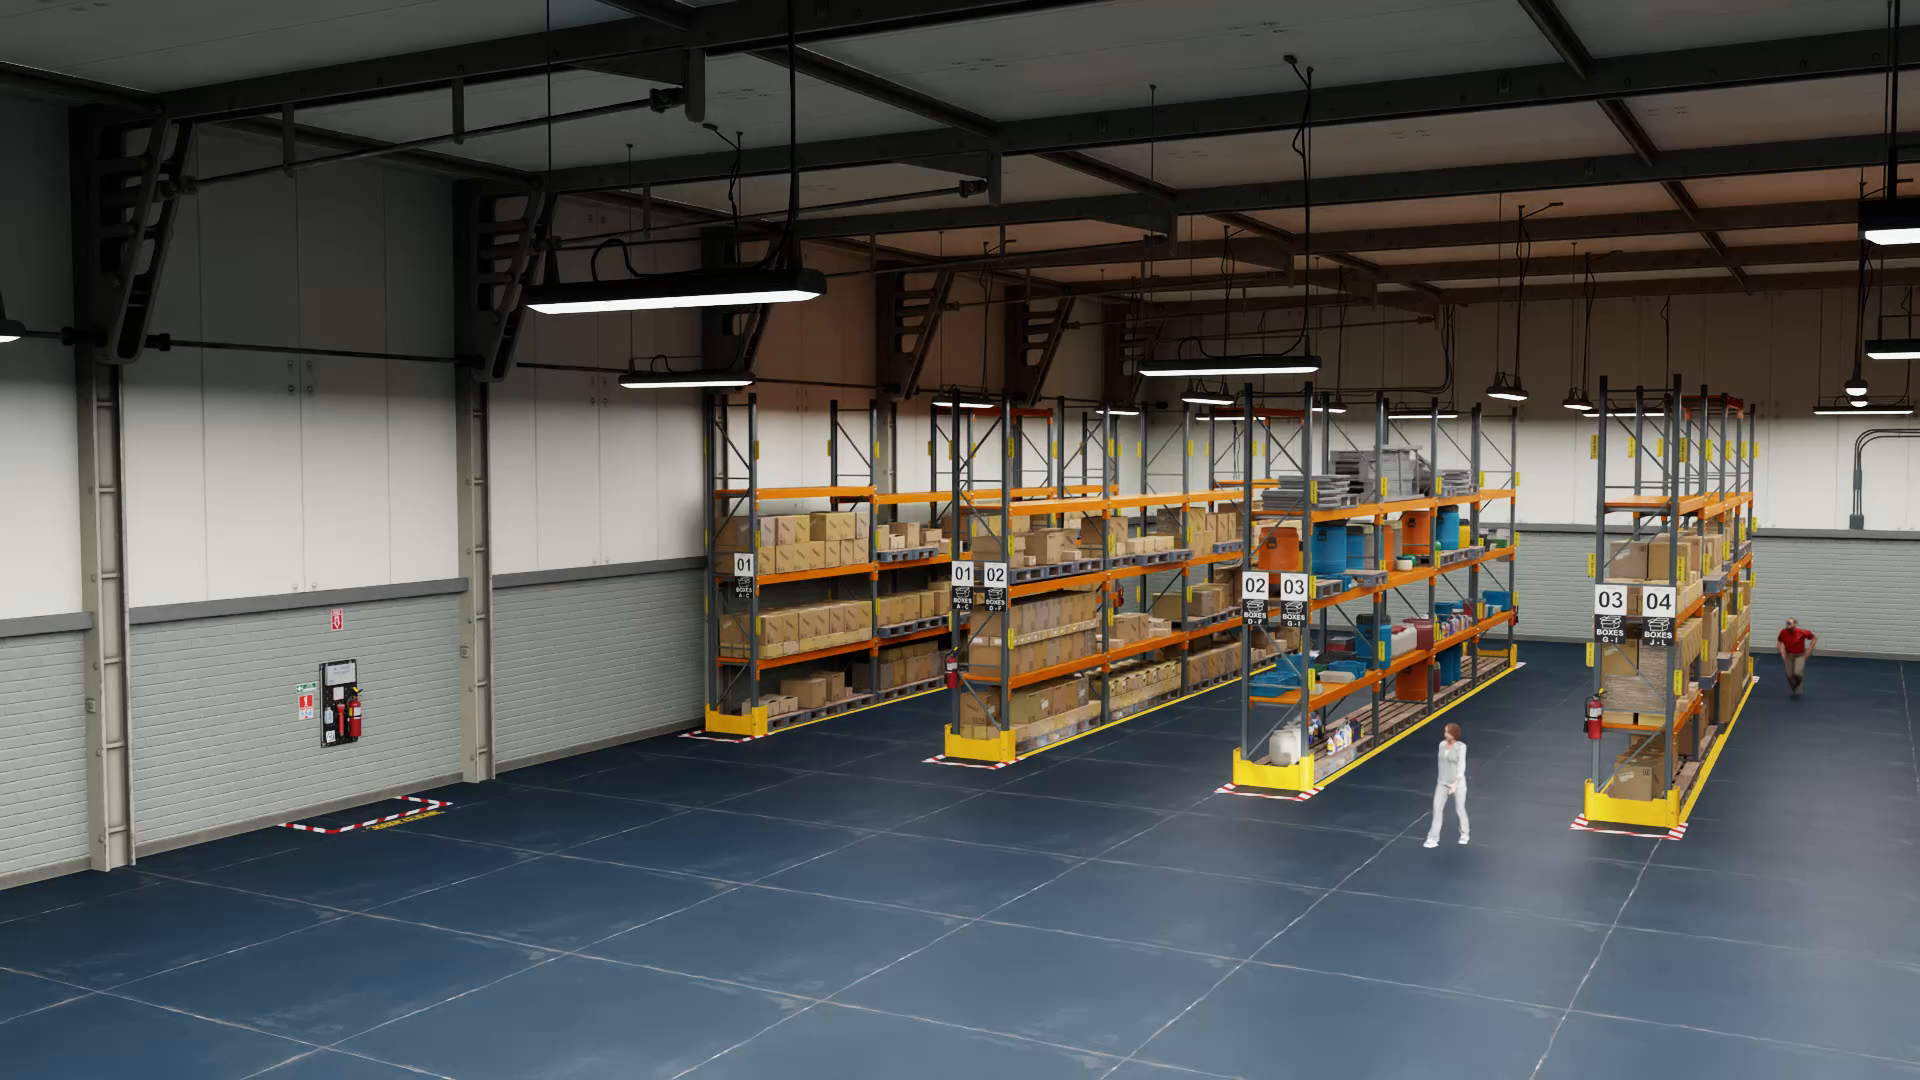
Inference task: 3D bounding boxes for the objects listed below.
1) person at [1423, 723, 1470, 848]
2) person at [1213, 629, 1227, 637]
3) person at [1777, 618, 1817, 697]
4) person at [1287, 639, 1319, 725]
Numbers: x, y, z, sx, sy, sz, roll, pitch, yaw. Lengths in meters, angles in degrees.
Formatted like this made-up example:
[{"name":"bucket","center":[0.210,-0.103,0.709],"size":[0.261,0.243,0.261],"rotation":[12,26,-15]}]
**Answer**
[{"name":"person","center":[6.133,3.074,20.877],"size":[0.428,1.554,0.898],"rotation":[3,4,45]},{"name":"person","center":[6.542,1.899,41.670],"size":[0.583,1.715,0.688],"rotation":[0,3,2]},{"name":"person","center":[16.932,2.372,33.644],"size":[0.716,1.635,0.705],"rotation":[2,4,37]},{"name":"person","center":[6.184,2.561,29.828],"size":[1.050,1.617,0.515],"rotation":[-2,3,-27]}]
